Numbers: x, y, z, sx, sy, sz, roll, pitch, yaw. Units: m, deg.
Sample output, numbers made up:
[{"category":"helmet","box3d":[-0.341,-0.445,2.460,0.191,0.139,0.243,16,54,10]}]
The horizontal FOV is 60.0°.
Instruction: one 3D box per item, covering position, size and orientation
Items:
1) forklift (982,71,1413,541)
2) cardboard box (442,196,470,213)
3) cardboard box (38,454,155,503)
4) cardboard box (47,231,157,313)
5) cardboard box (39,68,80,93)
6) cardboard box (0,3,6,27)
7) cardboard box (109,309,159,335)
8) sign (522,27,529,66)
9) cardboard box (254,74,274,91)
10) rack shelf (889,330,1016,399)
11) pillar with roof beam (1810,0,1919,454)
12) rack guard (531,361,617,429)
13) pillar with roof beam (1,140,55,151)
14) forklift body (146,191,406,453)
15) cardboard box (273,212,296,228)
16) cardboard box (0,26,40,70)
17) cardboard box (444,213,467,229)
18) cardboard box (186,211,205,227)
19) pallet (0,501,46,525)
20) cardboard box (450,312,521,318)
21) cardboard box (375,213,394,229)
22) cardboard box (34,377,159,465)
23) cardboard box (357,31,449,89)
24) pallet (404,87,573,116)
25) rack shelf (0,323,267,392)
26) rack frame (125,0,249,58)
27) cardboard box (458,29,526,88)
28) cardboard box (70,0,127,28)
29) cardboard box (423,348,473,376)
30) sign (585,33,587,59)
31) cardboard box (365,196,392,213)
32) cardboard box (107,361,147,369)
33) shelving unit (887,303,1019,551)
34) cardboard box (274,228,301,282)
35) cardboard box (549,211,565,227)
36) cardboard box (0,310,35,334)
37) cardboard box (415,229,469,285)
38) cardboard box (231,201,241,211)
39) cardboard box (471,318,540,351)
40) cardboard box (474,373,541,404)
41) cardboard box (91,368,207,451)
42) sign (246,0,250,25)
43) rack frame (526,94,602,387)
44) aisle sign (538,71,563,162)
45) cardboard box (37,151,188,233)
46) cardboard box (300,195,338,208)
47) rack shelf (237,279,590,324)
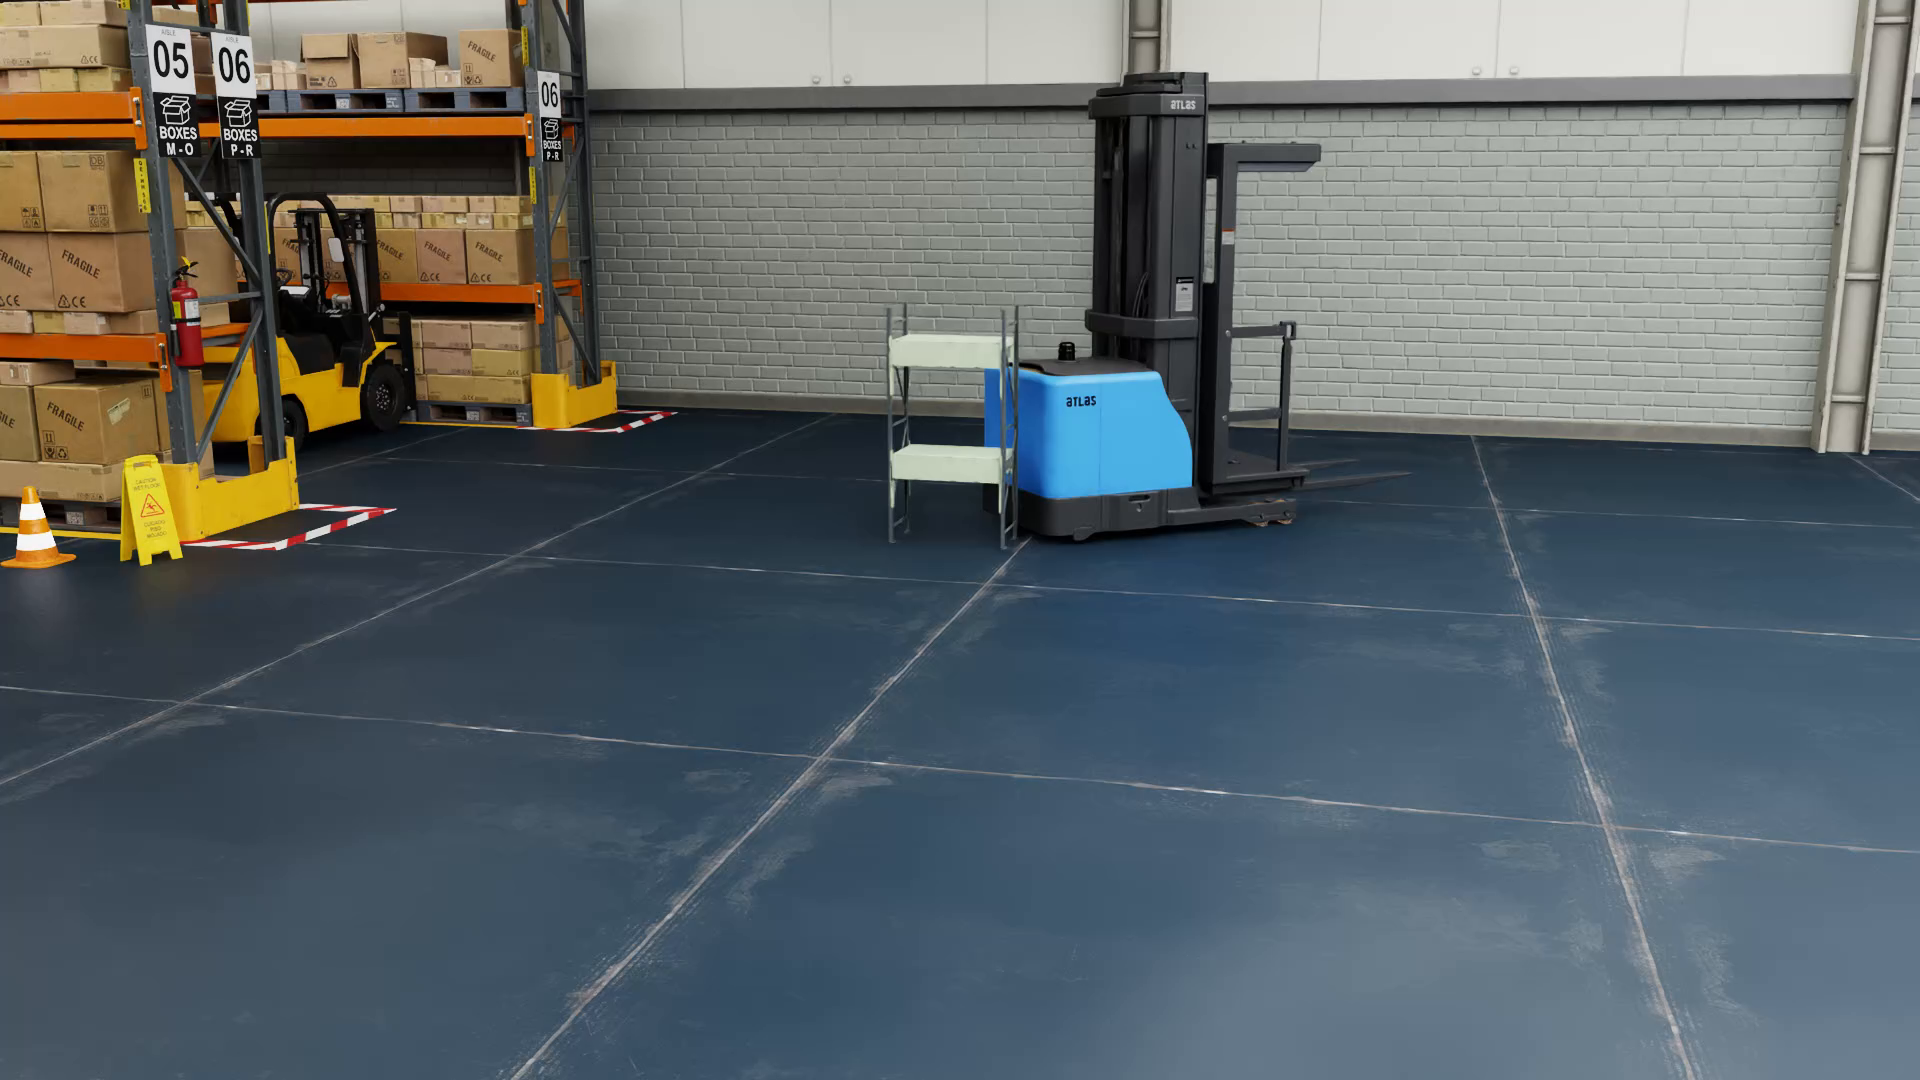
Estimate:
[{"category":"forklift","box3d":[1.712,-1.617,11.253,3.031,2.935,1.130,-6,14,-24]},{"category":"cardboard box","box3d":[-4.607,-3.123,15.471,0.250,0.149,0.380,3,13,15]},{"category":"cardboard box","box3d":[-5.759,-0.429,11.123,0.500,0.250,0.500,3,13,13]},{"category":"cardboard box","box3d":[-5.479,-1.744,10.754,0.500,0.500,0.500,3,13,13]},{"category":"cardboard box","box3d":[-5.549,-2.888,10.479,0.250,0.149,0.380,3,13,14]},{"category":"cardboard box","box3d":[-6.013,-3.322,10.593,0.250,0.149,0.380,3,13,14]},{"category":"cardboard box","box3d":[-5.301,-1.432,10.843,0.250,0.149,0.380,4,13,15]},{"category":"sign","box3d":[-3.844,-4.369,14.713,0.005,0.325,0.100,3,13,14]},{"category":"cardboard box","box3d":[-6.475,-4.300,15.645,0.250,0.149,0.380,3,13,15]},{"category":"rack shelf","box3d":[-0.041,-1.109,10.468,0.720,0.370,0.431,3,13,14]},{"category":"pillar with roof beam","box3d":[6.458,-4.251,9.117,0.400,9.000,9.100,3,13,14]},{"category":"rack guard","box3d":[-3.677,-1.403,15.902,0.348,0.500,1.175,3,13,14]},{"category":"pillar with roof beam","box3d":[-11.018,-5.185,13.327,0.400,9.000,9.100,3,13,14]},{"category":"forklift body","box3d":[-5.979,-1.925,14.443,1.214,2.155,2.313,3,13,14]},{"category":"cardboard box","box3d":[-6.350,-3.062,15.883,0.250,0.149,0.380,3,13,13]},{"category":"cardboard box","box3d":[-5.933,-3.116,10.586,0.500,0.250,0.500,3,13,13]},{"category":"cardboard box","box3d":[-4.597,-2.982,15.521,0.250,0.149,0.380,3,13,15]},{"category":"cardboard box","box3d":[-7.338,-3.125,16.167,0.250,0.149,0.380,3,13,13]},{"category":"pallet","box3d":[-6.921,-0.336,11.762,1.213,0.211,1.003,3,13,14]},{"category":"cardboard box","box3d":[-4.608,-2.065,16.186,0.500,0.250,0.500,3,13,14]},{"category":"cardboard box","box3d":[-5.356,-3.010,15.648,0.250,0.149,0.380,3,13,14]},{"category":"cardboard box","box3d":[-5.727,-0.796,11.042,0.500,0.500,0.500,3,13,14]},{"category":"cardboard box","box3d":[-5.159,-4.437,15.451,0.500,0.500,0.700,3,13,14]},{"category":"pallet","box3d":[-4.381,-4.088,15.511,1.213,0.211,1.003,3,13,14]},{"category":"rack shelf","box3d":[-6.828,-1.333,11.477,4.000,0.370,1.077,3,13,14]},{"category":"rack frame","box3d":[-4.886,-4.509,10.281,0.127,3.000,1.000,3,13,14]},{"category":"cardboard box","box3d":[-4.189,-4.363,15.117,0.500,0.500,0.500,3,13,15]},{"category":"cardboard box","box3d":[-5.286,-3.267,10.346,0.250,0.149,0.380,3,13,14]},{"category":"cardboard box","box3d":[-4.733,-1.719,15.780,0.500,0.250,0.500,3,13,13]},{"category":"sign","box3d":[-3.562,-4.670,15.733,0.005,0.325,0.100,3,13,14]},{"category":"cardboard box","box3d":[-5.362,-3.154,15.611,0.250,0.149,0.380,3,13,15]},{"category":"cardboard box","box3d":[-8.094,-1.902,16.895,0.625,0.625,0.875,4,13,16]},{"category":"shelving unit","box3d":[-0.041,-0.728,10.553,0.755,1.500,0.431,3,13,14]},{"category":"cardboard box","box3d":[-6.215,-2.753,15.986,0.500,0.500,0.500,3,13,13]},{"category":"cardboard box","box3d":[-3.968,-3.062,15.881,0.250,0.149,0.380,3,13,12]},{"category":"cardboard box","box3d":[-6.074,-1.447,10.909,0.250,0.149,0.380,3,13,15]},{"category":"cardboard box","box3d":[-4.743,-2.672,15.622,0.500,0.500,0.500,3,13,15]},{"category":"cardboard box","box3d":[-6.821,-3.258,16.076,0.250,0.149,0.380,3,13,12]},{"category":"cardboard box","box3d":[-4.223,-1.933,15.593,0.500,0.250,0.500,4,13,15]},{"category":"cardboard box","box3d":[-4.233,-1.445,15.699,0.500,0.250,0.500,3,13,14]},{"category":"cardboard box","box3d":[-5.627,-0.910,11.558,0.500,0.500,0.500,3,13,12]},{"category":"sign","box3d":[-4.757,-3.585,11.026,0.005,0.325,0.100,3,13,14]},{"category":"rack frame","box3d":[-3.701,-2.624,15.636,0.127,3.000,1.000,3,13,14]},{"category":"aisle sign","box3d":[-3.707,-3.828,15.061,0.004,0.787,0.394,3,13,14]},{"category":"cardboard box","box3d":[-5.435,-2.243,10.692,0.500,0.500,0.700,3,13,12]},{"category":"cardboard box","box3d":[-6.076,-3.213,15.877,0.250,0.149,0.380,3,13,13]},{"category":"rack shelf","box3d":[-5.643,-2.377,16.182,4.000,0.370,1.077,3,13,14]}]
